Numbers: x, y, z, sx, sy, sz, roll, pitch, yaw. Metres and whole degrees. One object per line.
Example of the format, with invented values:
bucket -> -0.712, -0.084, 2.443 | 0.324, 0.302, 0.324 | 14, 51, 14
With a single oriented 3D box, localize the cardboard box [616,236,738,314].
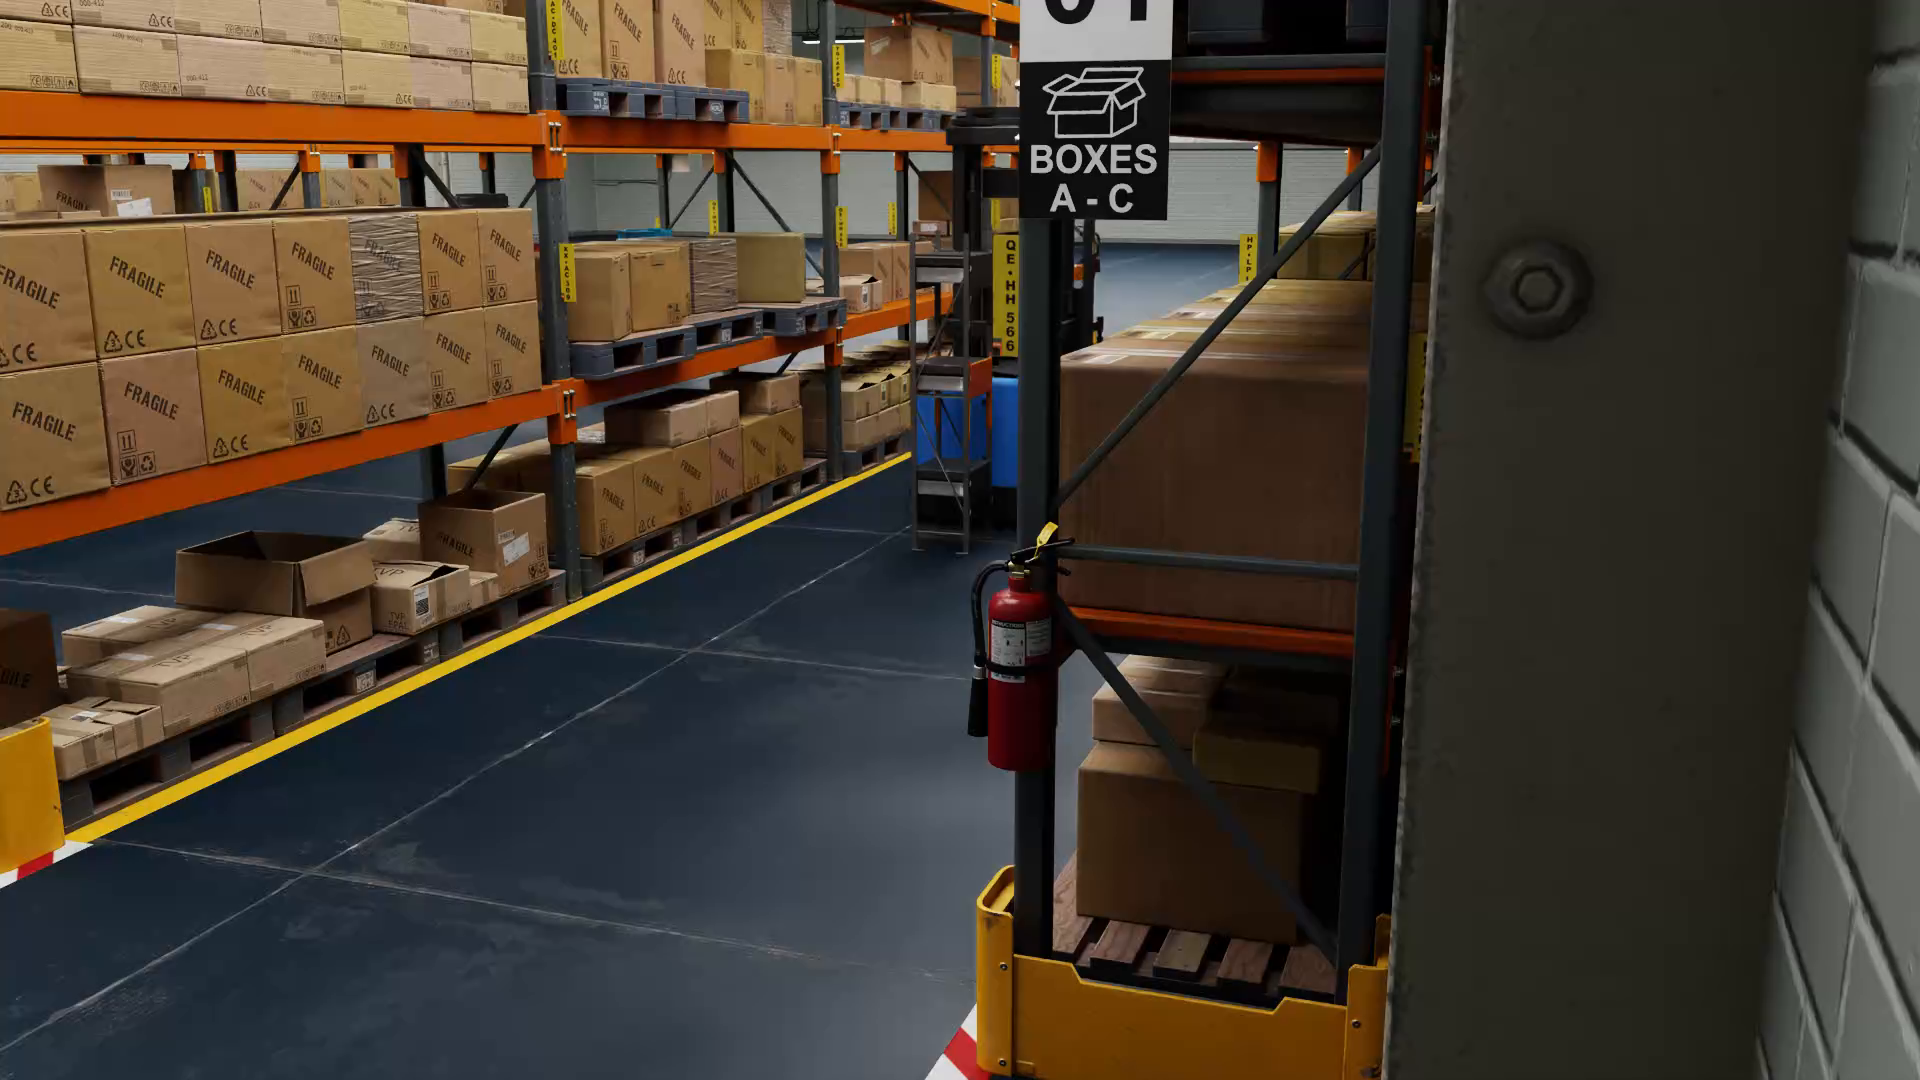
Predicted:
cardboard box -> -2.027, -1.910, 11.938 | 0.700, 0.500, 0.500 | 7, 15, 29

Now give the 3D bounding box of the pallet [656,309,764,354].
pallet -> -2.078, -1.472, 11.621 | 1.003, 0.211, 1.213 | 4, 14, 18

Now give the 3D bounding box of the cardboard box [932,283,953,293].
cardboard box -> -0.270, -2.554, 16.231 | 0.396, 0.266, 0.258 | 4, 13, 17

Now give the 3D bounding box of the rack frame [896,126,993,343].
rack frame -> -0.159, -2.818, 17.085 | 1.000, 3.000, 0.127 | 4, 14, 18

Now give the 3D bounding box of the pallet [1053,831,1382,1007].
pallet -> 0.831, 1.250, 5.529 | 1.003, 0.211, 1.213 | 4, 14, 18

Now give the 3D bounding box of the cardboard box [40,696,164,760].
cardboard box -> -3.500, 0.759, 6.790 | 0.380, 0.166, 0.250 | 4, 14, 18

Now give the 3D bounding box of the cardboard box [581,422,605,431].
cardboard box -> -2.366, -0.570, 11.866 | 0.500, 0.500, 0.500 | 4, 13, 16

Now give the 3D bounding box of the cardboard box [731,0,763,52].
cardboard box -> -1.766, -3.776, 12.068 | 0.500, 0.500, 0.500 | 4, 14, 18

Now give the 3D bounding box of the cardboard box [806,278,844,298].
cardboard box -> -1.294, -2.006, 13.727 | 0.500, 0.311, 0.500 | 5, 14, 22

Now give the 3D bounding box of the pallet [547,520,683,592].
pallet -> -2.520, 0.052, 10.778 | 1.003, 0.211, 1.213 | 4, 14, 18

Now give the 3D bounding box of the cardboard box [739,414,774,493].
cardboard box -> -1.702, -0.649, 12.211 | 0.500, 0.500, 0.500 | 4, 13, 16

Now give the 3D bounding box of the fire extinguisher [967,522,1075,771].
fire extinguisher -> 0.161, 0.283, 4.513 | 0.296, 0.674, 0.183 | 4, 14, 18

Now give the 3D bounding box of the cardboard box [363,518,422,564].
cardboard box -> -3.088, 0.036, 9.637 | 0.500, 0.311, 0.500 | 4, 14, 18

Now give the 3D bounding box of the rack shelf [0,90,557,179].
rack shelf -> -3.395, -1.824, 7.607 | 1.077, 0.370, 4.000 | 4, 14, 18

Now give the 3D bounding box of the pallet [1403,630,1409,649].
pallet -> 2.119, 0.414, 9.192 | 1.003, 0.211, 1.213 | 4, 14, 18

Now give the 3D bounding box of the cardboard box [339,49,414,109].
cardboard box -> -2.979, -2.191, 7.934 | 0.500, 0.250, 0.500 | 4, 14, 18

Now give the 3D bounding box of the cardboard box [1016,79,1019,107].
cardboard box -> 0.428, -4.711, 17.579 | 0.500, 0.311, 0.500 | 4, 13, 15

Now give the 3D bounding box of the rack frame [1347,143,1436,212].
rack frame -> 3.235, -1.620, 11.836 | 1.000, 3.000, 0.127 | 4, 14, 18

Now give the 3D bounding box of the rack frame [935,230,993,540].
rack frame -> 0.025, -1.040, 11.319 | 0.400, 2.100, 0.015 | 4, 14, 18

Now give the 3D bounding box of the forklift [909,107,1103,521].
forklift -> 0.550, -1.833, 12.924 | 1.130, 2.935, 3.031 | 4, 13, 16

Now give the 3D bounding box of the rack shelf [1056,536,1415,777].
rack shelf -> 1.294, -0.006, 6.382 | 1.077, 0.370, 4.000 | 4, 14, 18

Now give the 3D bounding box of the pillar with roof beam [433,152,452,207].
pillar with roof beam -> -11.551, -13.031, 48.348 | 9.100, 9.000, 0.548 | 4, 14, 18

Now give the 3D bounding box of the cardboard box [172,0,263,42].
cardboard box -> -3.305, -2.224, 6.957 | 0.500, 0.250, 0.500 | 4, 14, 18

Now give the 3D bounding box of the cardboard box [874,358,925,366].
cardboard box -> -0.511, -1.529, 15.414 | 0.500, 0.311, 0.500 | 4, 14, 18

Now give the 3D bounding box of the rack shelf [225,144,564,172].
rack shelf -> -5.492, -3.866, 16.553 | 1.077, 0.370, 4.000 | 4, 14, 18

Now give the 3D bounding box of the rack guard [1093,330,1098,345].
rack guard -> 1.143, -2.447, 21.076 | 1.175, 0.500, 0.348 | 4, 14, 18

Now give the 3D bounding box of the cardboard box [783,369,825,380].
cardboard box -> -1.355, -1.351, 14.635 | 0.500, 0.311, 0.500 | 4, 13, 18

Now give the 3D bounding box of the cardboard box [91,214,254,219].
cardboard box -> -3.666, -1.265, 7.810 | 0.500, 0.500, 0.500 | 5, 14, 20

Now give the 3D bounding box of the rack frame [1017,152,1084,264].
rack frame -> 1.135, -3.660, 20.775 | 1.000, 3.000, 0.127 | 4, 14, 18

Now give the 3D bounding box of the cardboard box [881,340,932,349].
cardboard box -> -0.529, -1.886, 16.980 | 0.500, 0.311, 0.500 | 4, 14, 19

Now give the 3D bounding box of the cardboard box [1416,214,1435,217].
cardboard box -> 3.163, -1.966, 10.730 | 0.500, 0.250, 0.500 | 4, 13, 17

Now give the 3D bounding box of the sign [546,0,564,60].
sign -> -2.232, -2.811, 9.150 | 0.100, 0.325, 0.005 | 4, 14, 18

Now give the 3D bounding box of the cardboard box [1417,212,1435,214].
cardboard box -> 3.334, -2.075, 11.206 | 0.500, 0.250, 0.500 | 5, 14, 20

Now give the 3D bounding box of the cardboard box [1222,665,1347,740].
cardboard box -> 1.090, 0.542, 5.582 | 0.380, 0.149, 0.250 | 4, 14, 19

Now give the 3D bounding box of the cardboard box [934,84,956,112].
cardboard box -> -0.368, -4.283, 16.156 | 0.500, 0.250, 0.500 | 6, 14, 24

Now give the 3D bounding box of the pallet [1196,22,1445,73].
pallet -> 1.270, -1.769, 5.949 | 1.003, 0.211, 1.213 | 4, 14, 18

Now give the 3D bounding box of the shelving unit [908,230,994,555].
shelving unit -> -0.054, -0.989, 11.094 | 0.431, 2.100, 0.503 | 4, 14, 18

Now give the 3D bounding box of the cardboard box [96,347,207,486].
cardboard box -> -3.487, -0.524, 6.808 | 0.500, 0.500, 0.500 | 4, 14, 18

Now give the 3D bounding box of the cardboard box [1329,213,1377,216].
cardboard box -> 2.671, -1.999, 10.873 | 0.500, 0.250, 0.500 | 4, 14, 18

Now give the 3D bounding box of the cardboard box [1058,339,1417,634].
cardboard box -> 0.802, -0.190, 4.897 | 0.980, 0.700, 0.700 | 5, 14, 21

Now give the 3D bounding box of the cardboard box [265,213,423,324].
cardboard box -> -2.993, -1.330, 8.097 | 0.500, 0.500, 0.500 | 4, 14, 19

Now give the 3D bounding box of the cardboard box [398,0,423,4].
cardboard box -> -3.165, -2.932, 8.372 | 0.700, 0.500, 0.500 | 4, 14, 18

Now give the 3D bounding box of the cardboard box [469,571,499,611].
cardboard box -> -2.728, 0.266, 8.994 | 0.380, 0.149, 0.250 | 4, 14, 18

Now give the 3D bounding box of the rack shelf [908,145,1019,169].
rack shelf -> 0.488, -4.351, 18.677 | 1.077, 0.370, 4.000 | 4, 14, 18

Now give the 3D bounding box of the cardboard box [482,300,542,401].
cardboard box -> -2.667, -1.059, 9.152 | 0.500, 0.500, 0.500 | 5, 14, 19

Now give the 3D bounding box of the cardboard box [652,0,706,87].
cardboard box -> -2.086, -3.280, 10.976 | 0.600, 0.600, 0.600 | 4, 13, 16

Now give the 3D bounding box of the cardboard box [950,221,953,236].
cardboard box -> 0.111, -3.226, 17.189 | 0.380, 0.149, 0.250 | 4, 14, 18

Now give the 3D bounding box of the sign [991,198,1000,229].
sign -> 0.357, -3.307, 16.803 | 0.100, 0.325, 0.005 | 4, 14, 18

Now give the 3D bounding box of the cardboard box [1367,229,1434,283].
cardboard box -> 2.336, -1.425, 8.359 | 0.500, 0.250, 0.500 | 5, 14, 20

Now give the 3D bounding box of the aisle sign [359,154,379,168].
aisle sign -> -8.501, -5.676, 23.766 | 0.394, 0.787, 0.004 | 4, 14, 18

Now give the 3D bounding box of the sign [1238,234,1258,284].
sign -> 1.424, -1.341, 8.189 | 0.100, 0.325, 0.005 | 4, 14, 18

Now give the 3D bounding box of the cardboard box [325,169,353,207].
cardboard box -> -8.502, -4.711, 22.239 | 0.500, 0.500, 0.500 | 4, 14, 18

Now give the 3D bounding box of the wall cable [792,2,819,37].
wall cable -> -5.991, -17.877, 54.989 | 3.097, 2.526, 0.112 | 4, 14, 18

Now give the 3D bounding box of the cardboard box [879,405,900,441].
cardboard box -> -0.844, -1.035, 14.509 | 0.500, 0.250, 0.500 | 4, 13, 17
